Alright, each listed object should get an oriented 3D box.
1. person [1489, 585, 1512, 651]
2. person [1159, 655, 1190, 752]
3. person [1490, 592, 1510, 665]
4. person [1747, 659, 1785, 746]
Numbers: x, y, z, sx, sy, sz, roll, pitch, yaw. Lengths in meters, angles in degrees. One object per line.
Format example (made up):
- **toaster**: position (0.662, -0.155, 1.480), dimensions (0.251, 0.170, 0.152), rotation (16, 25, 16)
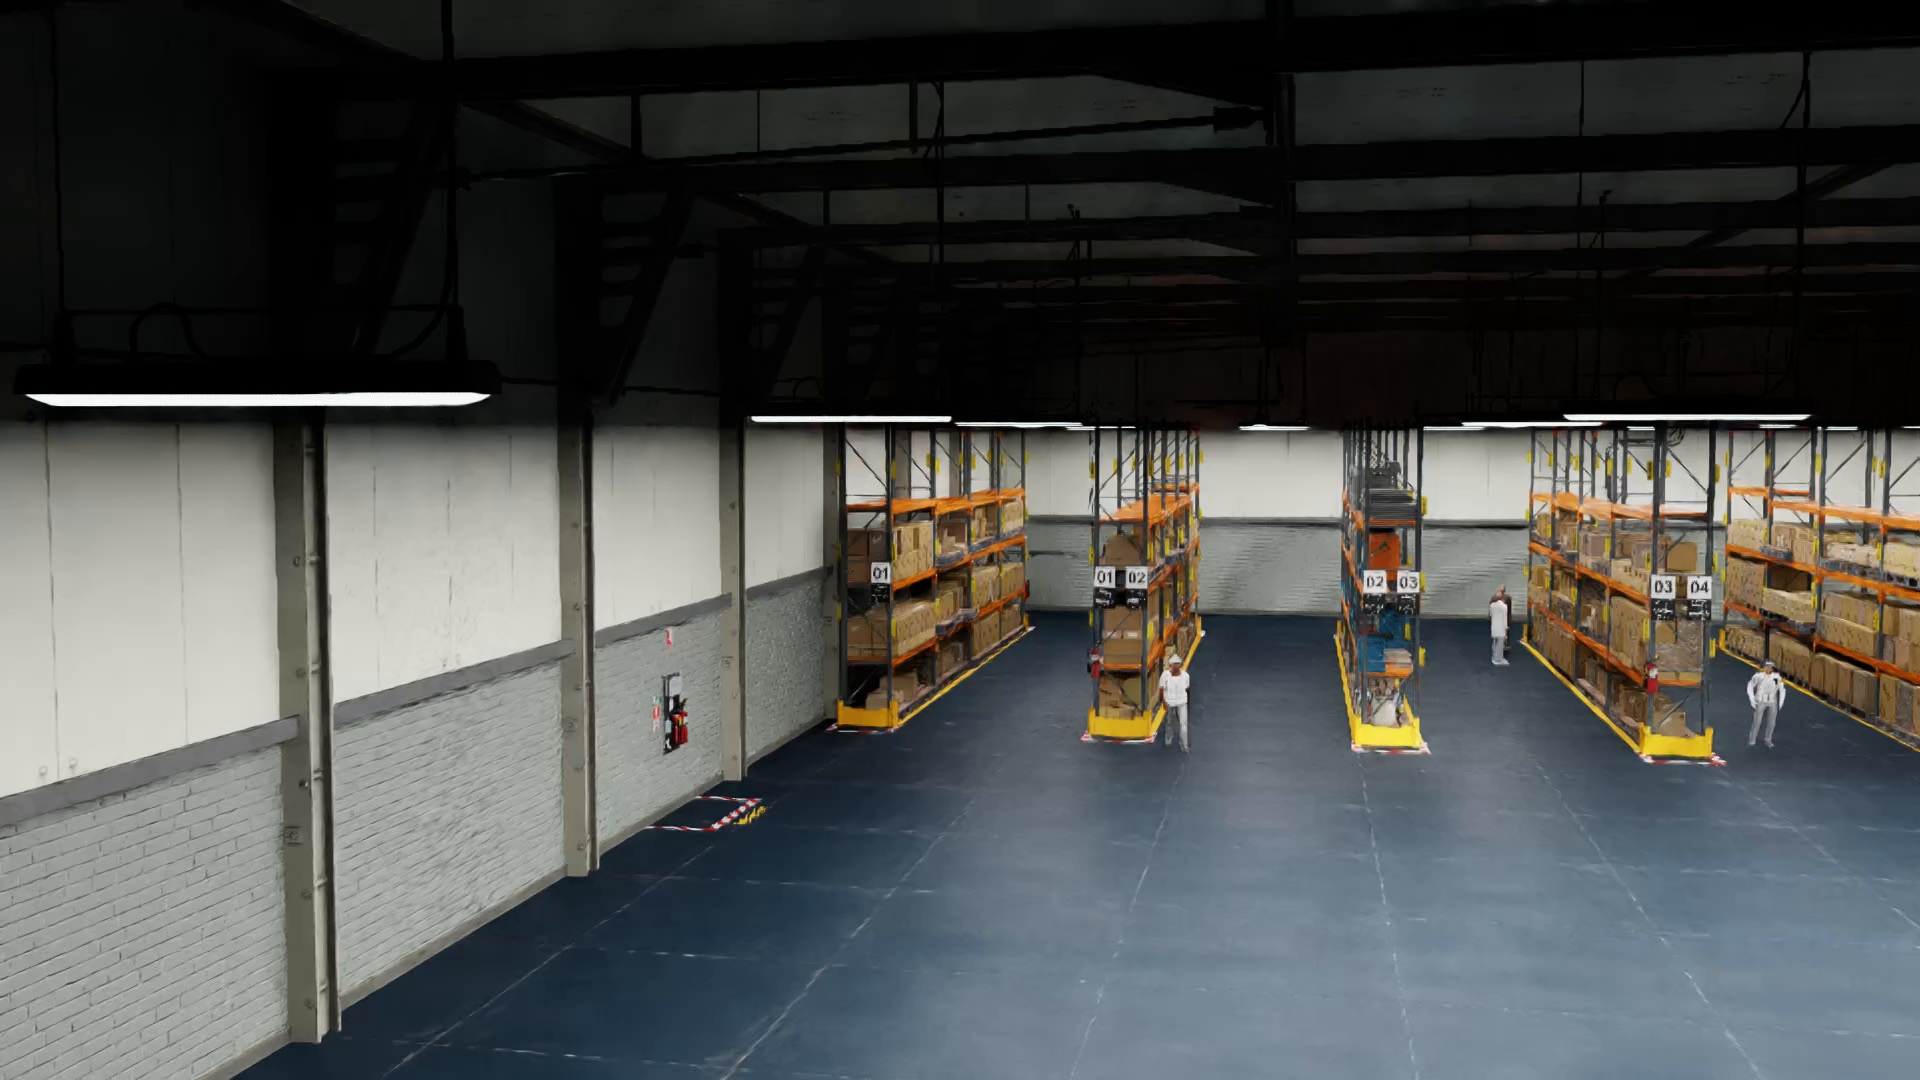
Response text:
- **person**: position (14.203, 2.021, 43.653), dimensions (0.598, 1.693, 1.193), rotation (1, 4, 14)
- **person**: position (3.864, 2.917, 29.930), dimensions (0.571, 1.708, 1.033), rotation (0, 4, 4)
- **person**: position (13.314, 2.163, 40.916), dimensions (0.515, 1.785, 0.638), rotation (-1, 4, -19)
- **person**: position (14.687, 2.950, 30.313), dimensions (0.639, 1.627, 0.506), rotation (1, 4, 10)
